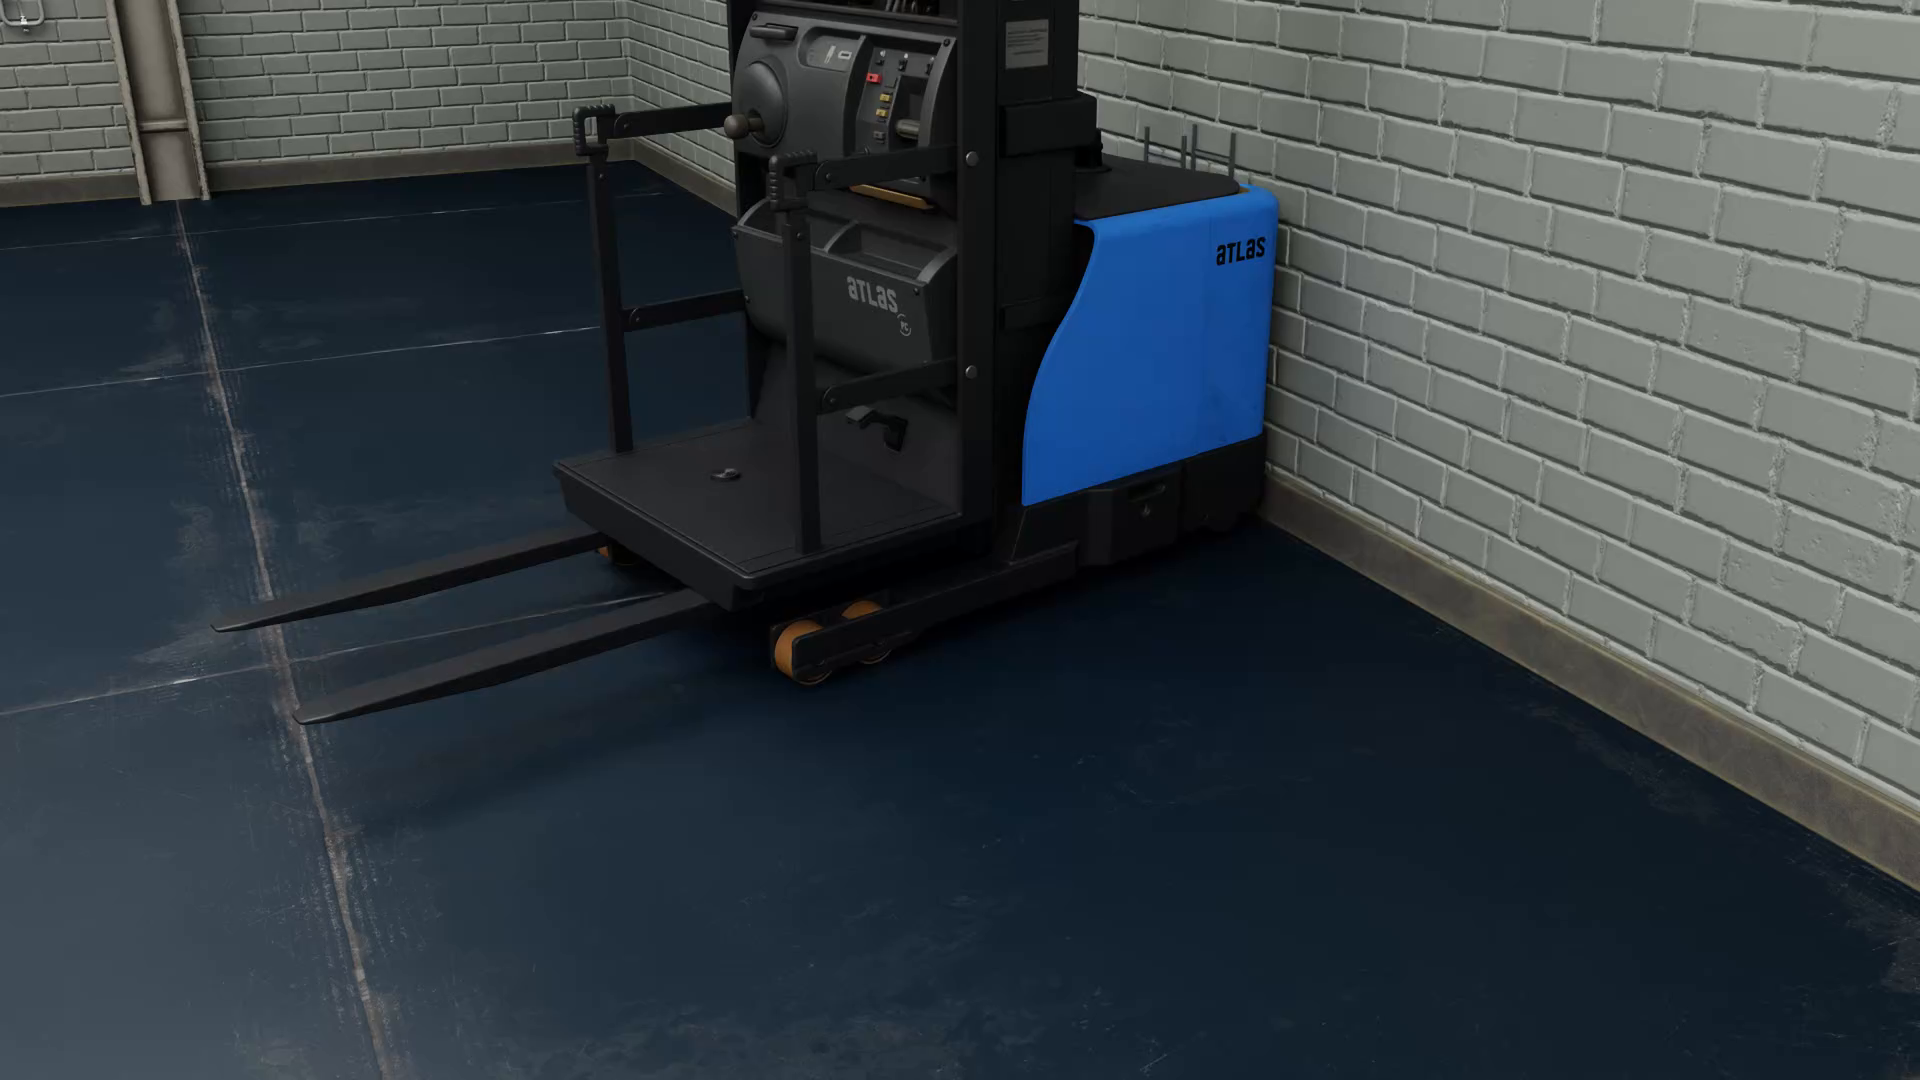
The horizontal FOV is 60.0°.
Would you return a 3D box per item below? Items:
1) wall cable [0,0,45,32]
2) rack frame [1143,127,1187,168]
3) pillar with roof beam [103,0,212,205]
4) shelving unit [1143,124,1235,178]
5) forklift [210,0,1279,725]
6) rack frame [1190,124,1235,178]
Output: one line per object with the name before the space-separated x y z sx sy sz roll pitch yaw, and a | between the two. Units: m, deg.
wall cable | -6.238 -3.796 9.171 1.851 1.984 0.084 -10 25 -24
rack frame | 0.649 -0.740 5.502 0.006 1.200 0.240 -10 24 -24
pillar with roof beam | -3.056 -4.823 5.135 0.400 9.000 9.100 -10 25 -24
shelving unit | 0.732 -0.754 5.539 0.189 1.200 0.258 -10 24 -24
forklift | -0.491 -1.204 4.326 3.031 2.935 1.130 -17 28 -35
rack frame | 0.814 -0.768 5.576 0.006 1.200 0.240 -10 24 -24
